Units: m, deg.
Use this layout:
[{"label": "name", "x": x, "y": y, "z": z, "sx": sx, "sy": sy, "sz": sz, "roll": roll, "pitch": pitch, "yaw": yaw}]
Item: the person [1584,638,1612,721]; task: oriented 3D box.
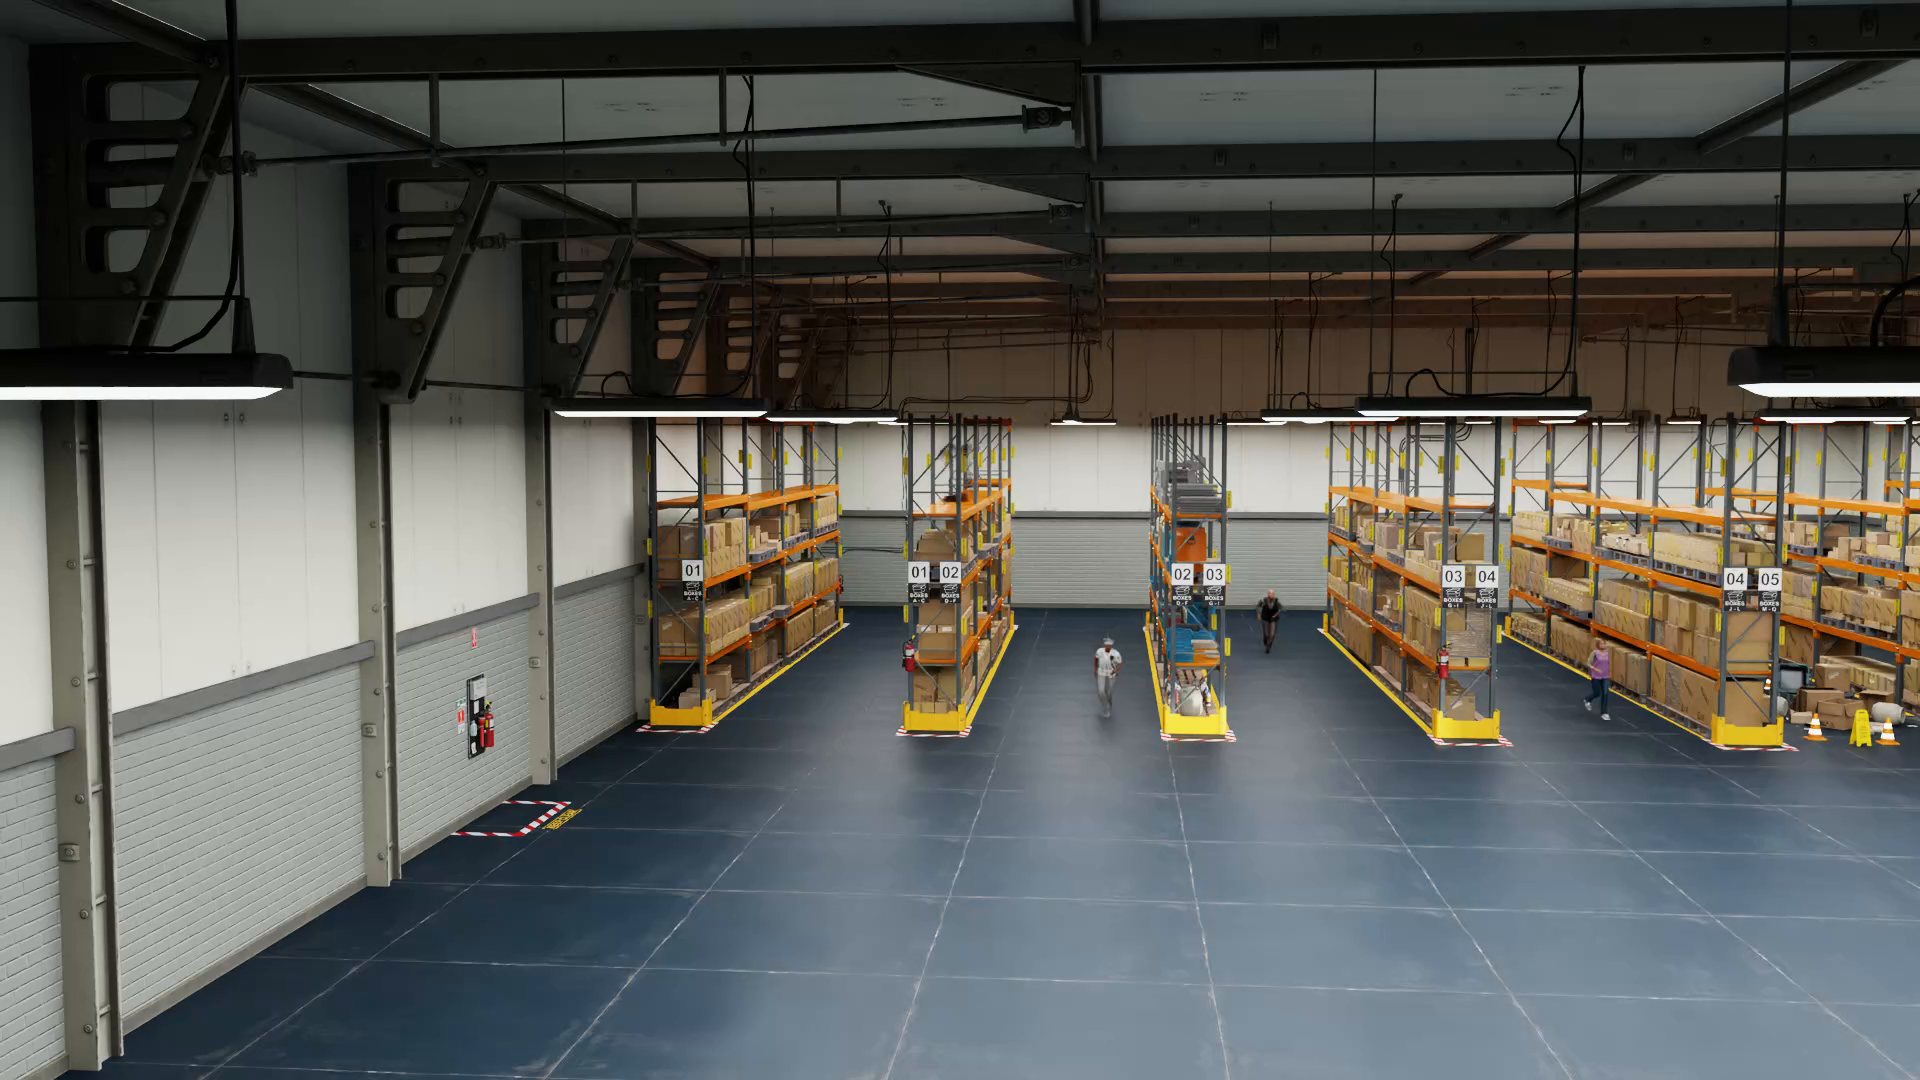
[{"label": "person", "x": 12.602, "y": 2.719, "z": 32.776, "sx": 0.543, "sy": 1.580, "sz": 0.890, "roll": 0, "pitch": 4, "yaw": -5}]

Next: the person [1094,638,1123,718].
[{"label": "person", "x": 2.960, "y": 2.728, "z": 33.122, "sx": 0.588, "sy": 1.633, "sz": 0.837, "roll": 1, "pitch": 4, "yaw": 9}]

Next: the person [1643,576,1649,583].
[{"label": "person", "x": 19.695, "y": 1.637, "z": 47.615, "sx": 0.777, "sy": 1.709, "sz": 0.741, "roll": 0, "pitch": 4, "yaw": -3}]

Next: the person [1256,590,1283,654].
[{"label": "person", "x": 7.882, "y": 2.069, "z": 42.336, "sx": 0.649, "sy": 1.655, "sz": 0.739, "roll": 0, "pitch": 4, "yaw": 1}]
